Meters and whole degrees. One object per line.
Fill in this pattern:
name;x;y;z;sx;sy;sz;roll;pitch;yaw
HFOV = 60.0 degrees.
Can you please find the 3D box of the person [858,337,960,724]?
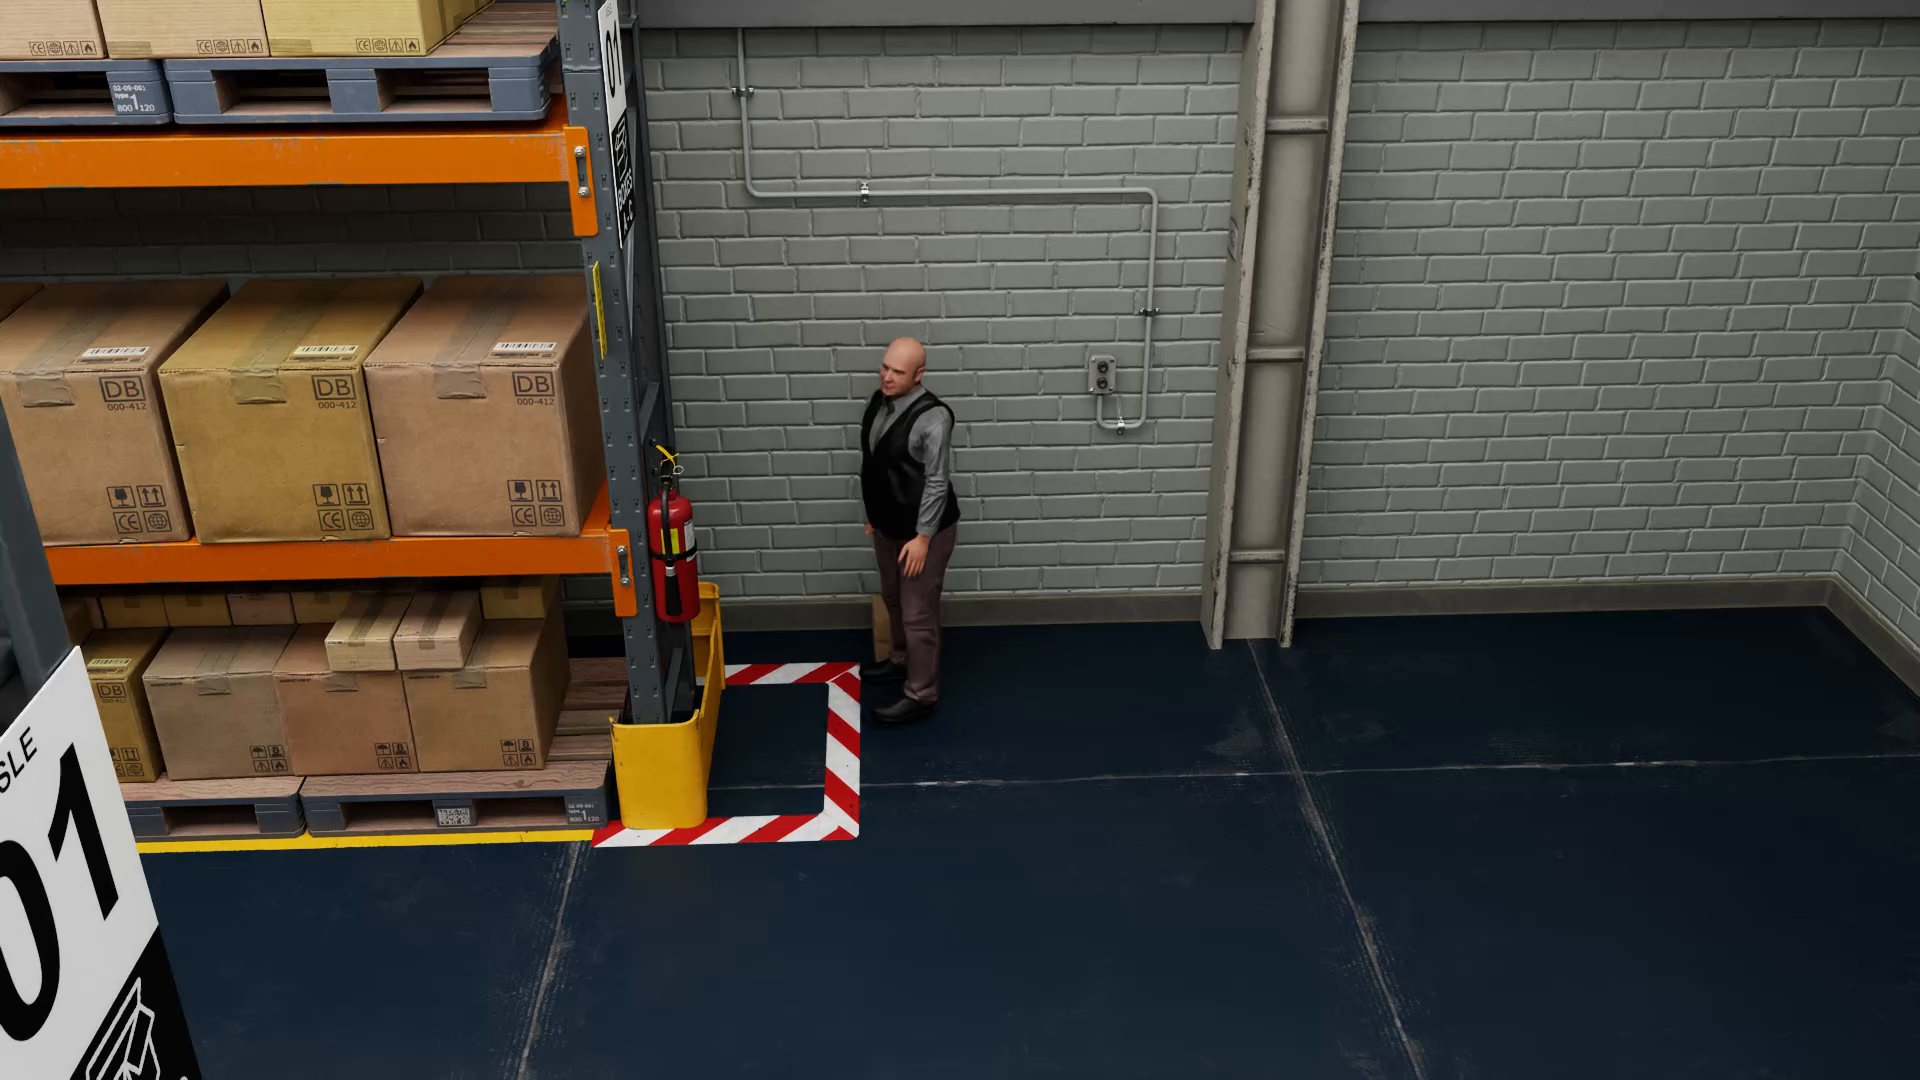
person;-0.273;-0.047;7.178;0.462;1.729;0.567;-17;32;-30
